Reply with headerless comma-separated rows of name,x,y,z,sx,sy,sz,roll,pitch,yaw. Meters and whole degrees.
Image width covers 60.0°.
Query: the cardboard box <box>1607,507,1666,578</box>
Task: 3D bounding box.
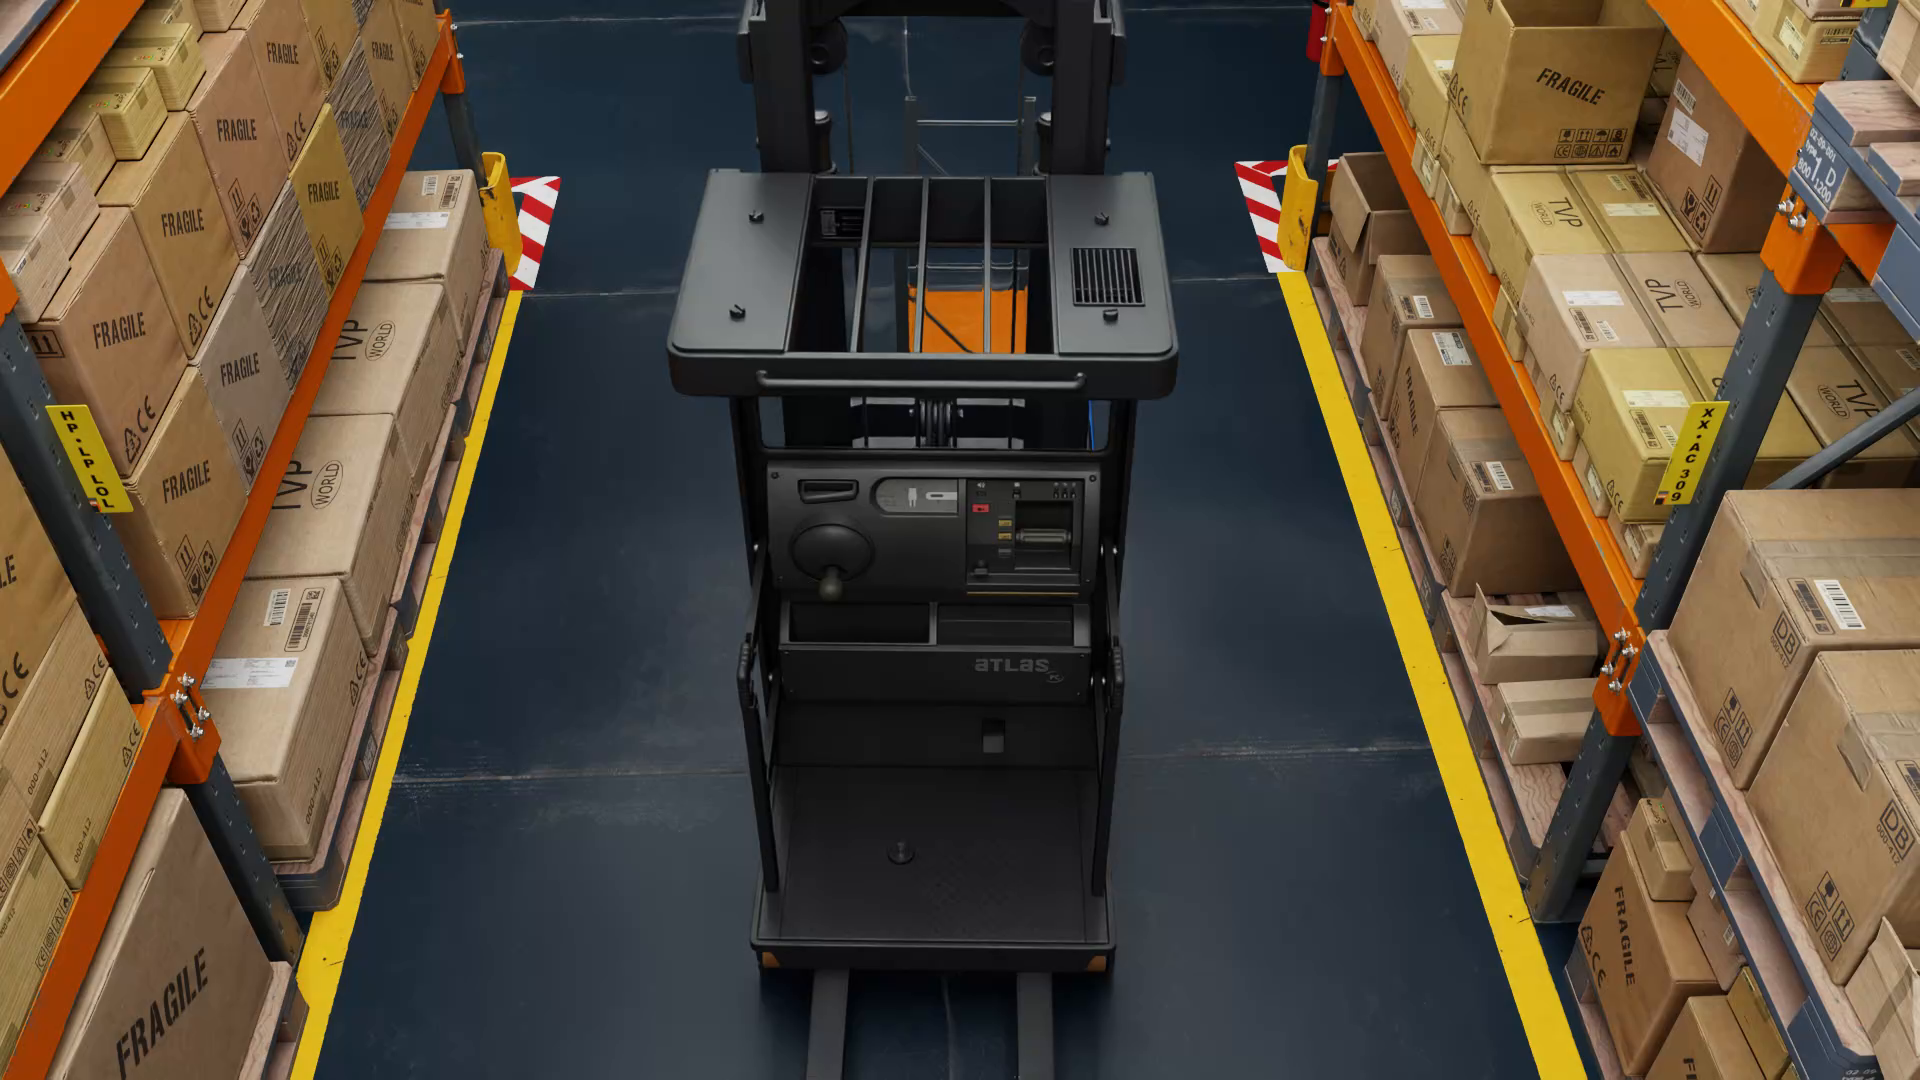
cardboard box,2.090,-0.029,4.748,0.380,0.149,0.250,-1,43,-1

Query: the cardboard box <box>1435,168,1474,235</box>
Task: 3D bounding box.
cardboard box,1.962,-1.243,6.073,0.380,0.149,0.250,-1,43,-1

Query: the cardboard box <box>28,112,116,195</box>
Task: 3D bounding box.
cardboard box,-2.437,-0.978,4.303,0.380,0.149,0.250,-2,43,-2

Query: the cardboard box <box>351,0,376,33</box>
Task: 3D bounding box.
cardboard box,-2.463,-2.204,6.121,0.500,0.500,0.500,-2,43,-2

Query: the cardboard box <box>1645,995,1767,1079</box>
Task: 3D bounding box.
cardboard box,2.184,1.545,4.384,0.500,0.500,0.500,-2,43,-2

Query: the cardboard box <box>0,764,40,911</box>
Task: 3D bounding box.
cardboard box,-2.313,0.730,3.475,0.500,0.250,0.500,-1,43,-1

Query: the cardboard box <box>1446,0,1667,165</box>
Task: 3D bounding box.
cardboard box,2.000,-1.618,5.631,0.500,0.500,0.500,-1,43,-1

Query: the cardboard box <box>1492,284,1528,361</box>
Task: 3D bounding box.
cardboard box,1.999,-0.729,5.511,0.380,0.149,0.250,-2,43,-2

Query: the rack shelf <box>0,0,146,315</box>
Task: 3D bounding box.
rack shelf,-2.688,-1.960,4.980,1.077,0.370,4.000,-2,43,-2

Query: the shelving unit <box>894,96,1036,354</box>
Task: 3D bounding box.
shelving unit,0.034,-0.803,6.516,0.587,1.500,1.083,1,43,1

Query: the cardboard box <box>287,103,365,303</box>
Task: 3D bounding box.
cardboard box,-2.415,-1.154,5.715,0.500,0.500,0.500,0,43,-1

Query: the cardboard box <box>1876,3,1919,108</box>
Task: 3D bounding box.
cardboard box,1.971,-0.905,3.099,0.380,0.149,0.250,-1,43,-1

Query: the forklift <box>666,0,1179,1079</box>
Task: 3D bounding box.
forklift,-0.074,0.062,4.513,1.130,2.935,3.031,1,43,1

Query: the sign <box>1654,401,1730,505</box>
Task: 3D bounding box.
sign,1.814,-0.212,4.121,0.100,0.325,0.005,-2,43,-2

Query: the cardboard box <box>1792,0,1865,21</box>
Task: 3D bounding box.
cardboard box,2.085,-1.392,3.720,0.500,0.250,0.500,-1,43,-2

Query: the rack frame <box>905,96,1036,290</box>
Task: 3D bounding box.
rack frame,0.041,-1.140,6.884,0.500,1.500,0.032,1,43,1

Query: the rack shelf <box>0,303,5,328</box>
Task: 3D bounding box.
rack shelf,-2.518,0.741,2.034,1.077,0.370,4.000,-2,43,-2

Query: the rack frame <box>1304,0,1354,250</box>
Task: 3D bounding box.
rack frame,2.186,-2.614,7.382,1.000,3.000,0.127,-2,43,-2

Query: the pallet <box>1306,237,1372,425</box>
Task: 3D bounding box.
pallet,2.224,-0.997,7.681,1.003,0.211,1.213,-2,43,-2

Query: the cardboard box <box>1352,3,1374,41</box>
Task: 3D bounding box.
cardboard box,1.926,-2.292,7.216,0.380,0.149,0.250,-2,43,-2

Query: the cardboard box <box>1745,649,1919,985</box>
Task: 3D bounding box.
cardboard box,2.175,0.577,3.516,0.700,0.500,0.500,-1,43,-1

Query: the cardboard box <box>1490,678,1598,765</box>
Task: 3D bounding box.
cardboard box,2.039,0.615,5.659,0.380,0.149,0.250,-3,43,-3

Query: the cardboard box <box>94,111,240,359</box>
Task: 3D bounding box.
cardboard box,-2.397,-0.844,4.637,0.500,0.500,0.500,-2,43,-2

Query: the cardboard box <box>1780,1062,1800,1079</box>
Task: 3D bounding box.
cardboard box,2.242,1.406,4.055,0.380,0.149,0.250,-2,43,-3

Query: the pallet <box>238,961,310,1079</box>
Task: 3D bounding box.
pallet,-2.495,1.778,4.654,1.003,0.211,1.213,-2,43,-2

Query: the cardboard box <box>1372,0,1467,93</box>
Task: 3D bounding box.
cardboard box,1.958,-2.014,6.618,0.500,0.250,0.500,-1,43,-1

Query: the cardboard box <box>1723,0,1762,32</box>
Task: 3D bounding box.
cardboard box,2.038,-1.327,3.943,0.380,0.149,0.250,-2,43,-2

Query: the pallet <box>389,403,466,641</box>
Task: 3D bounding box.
pallet,-2.612,-0.082,6.683,1.003,0.211,1.213,-2,43,-2

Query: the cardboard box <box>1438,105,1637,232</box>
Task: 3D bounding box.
cardboard box,2.025,-1.327,5.869,0.500,0.250,0.500,-3,43,-3

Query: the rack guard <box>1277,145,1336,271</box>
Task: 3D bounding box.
rack guard,2.189,-1.641,8.171,1.175,0.500,0.348,-2,43,-2

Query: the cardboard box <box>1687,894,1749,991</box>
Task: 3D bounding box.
cardboard box,2.194,1.048,4.445,0.380,0.149,0.250,-3,43,-3

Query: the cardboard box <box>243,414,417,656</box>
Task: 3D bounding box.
cardboard box,-2.561,-0.010,6.127,0.875,0.438,0.875,-3,43,-3

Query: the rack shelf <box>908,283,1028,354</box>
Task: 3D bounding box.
rack shelf,0.034,-0.664,6.631,0.538,0.185,1.000,1,43,1

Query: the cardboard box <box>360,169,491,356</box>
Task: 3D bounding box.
cardboard box,-2.645,-1.237,7.465,0.875,0.438,0.875,-3,43,-3

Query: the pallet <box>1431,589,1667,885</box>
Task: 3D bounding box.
pallet,2.327,0.651,5.884,1.003,0.211,1.213,-2,43,-2

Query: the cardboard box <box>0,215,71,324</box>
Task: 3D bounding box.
cardboard box,-2.357,-0.634,3.928,0.380,0.149,0.250,-2,43,-2

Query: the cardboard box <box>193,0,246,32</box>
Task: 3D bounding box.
cardboard box,-2.403,-1.663,5.050,0.380,0.149,0.250,-2,43,-2

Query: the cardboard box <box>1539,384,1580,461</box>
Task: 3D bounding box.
cardboard box,2.022,-0.379,5.130,0.380,0.149,0.250,-1,43,-1

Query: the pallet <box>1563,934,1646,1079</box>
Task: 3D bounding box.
pallet,2.428,1.662,4.780,1.003,0.211,1.213,-2,43,-2

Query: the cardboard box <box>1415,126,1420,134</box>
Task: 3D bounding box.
cardboard box,1.995,-1.593,6.454,0.380,0.149,0.250,-1,43,-1

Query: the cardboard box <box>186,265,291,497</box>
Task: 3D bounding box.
cardboard box,-2.379,-0.470,4.969,0.500,0.500,0.500,-1,43,-2

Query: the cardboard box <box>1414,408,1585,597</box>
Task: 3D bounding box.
cardboard box,2.159,-0.153,6.236,0.700,0.500,0.500,-3,43,-3

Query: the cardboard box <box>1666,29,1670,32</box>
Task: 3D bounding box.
cardboard box,2.491,-2.017,6.622,0.500,0.250,0.500,-2,43,-2

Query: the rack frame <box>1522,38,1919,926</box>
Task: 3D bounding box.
rack frame,2.356,0.086,4.436,1.000,3.000,0.127,-2,43,-2

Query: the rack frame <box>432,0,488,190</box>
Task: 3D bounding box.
rack frame,-2.773,-2.469,7.224,1.000,3.000,0.127,-2,43,-2

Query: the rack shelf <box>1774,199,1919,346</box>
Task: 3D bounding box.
rack shelf,2.441,0.596,2.193,1.077,0.370,4.000,-2,43,-2

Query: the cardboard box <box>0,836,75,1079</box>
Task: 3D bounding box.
cardboard box,-2.312,0.926,3.631,0.500,0.250,0.500,-2,43,-2

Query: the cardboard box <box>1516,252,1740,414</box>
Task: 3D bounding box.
cardboard box,2.054,-0.643,5.122,0.500,0.250,0.500,-2,43,-2

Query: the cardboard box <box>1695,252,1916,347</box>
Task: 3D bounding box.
cardboard box,2.576,-0.649,5.129,0.500,0.250,0.500,-2,43,-2

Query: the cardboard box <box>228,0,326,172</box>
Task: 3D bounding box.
cardboard box,-2.426,-1.531,5.386,0.500,0.500,0.500,-2,43,-2

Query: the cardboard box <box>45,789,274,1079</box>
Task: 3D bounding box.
cardboard box,-2.497,1.276,4.400,0.875,0.875,0.875,0,43,0

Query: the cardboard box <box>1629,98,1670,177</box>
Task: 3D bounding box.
cardboard box,2.529,-1.330,5.872,0.500,0.250,0.500,-2,43,-2

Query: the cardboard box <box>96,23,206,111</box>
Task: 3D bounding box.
cardboard box,-2.369,-1.328,4.684,0.380,0.149,0.250,-3,43,-3

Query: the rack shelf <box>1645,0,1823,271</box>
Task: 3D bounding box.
rack shelf,2.271,-2.105,5.139,1.077,0.370,4.000,-2,43,-2

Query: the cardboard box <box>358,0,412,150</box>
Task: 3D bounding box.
cardboard box,-2.482,-1.849,6.473,0.500,0.500,0.500,-2,43,-3

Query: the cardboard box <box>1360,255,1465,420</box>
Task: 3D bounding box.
cardboard box,2.115,-0.854,7.001,0.700,0.500,0.500,0,43,0

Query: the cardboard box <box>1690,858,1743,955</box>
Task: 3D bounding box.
cardboard box,2.164,0.928,4.357,0.380,0.149,0.250,-4,43,-4
